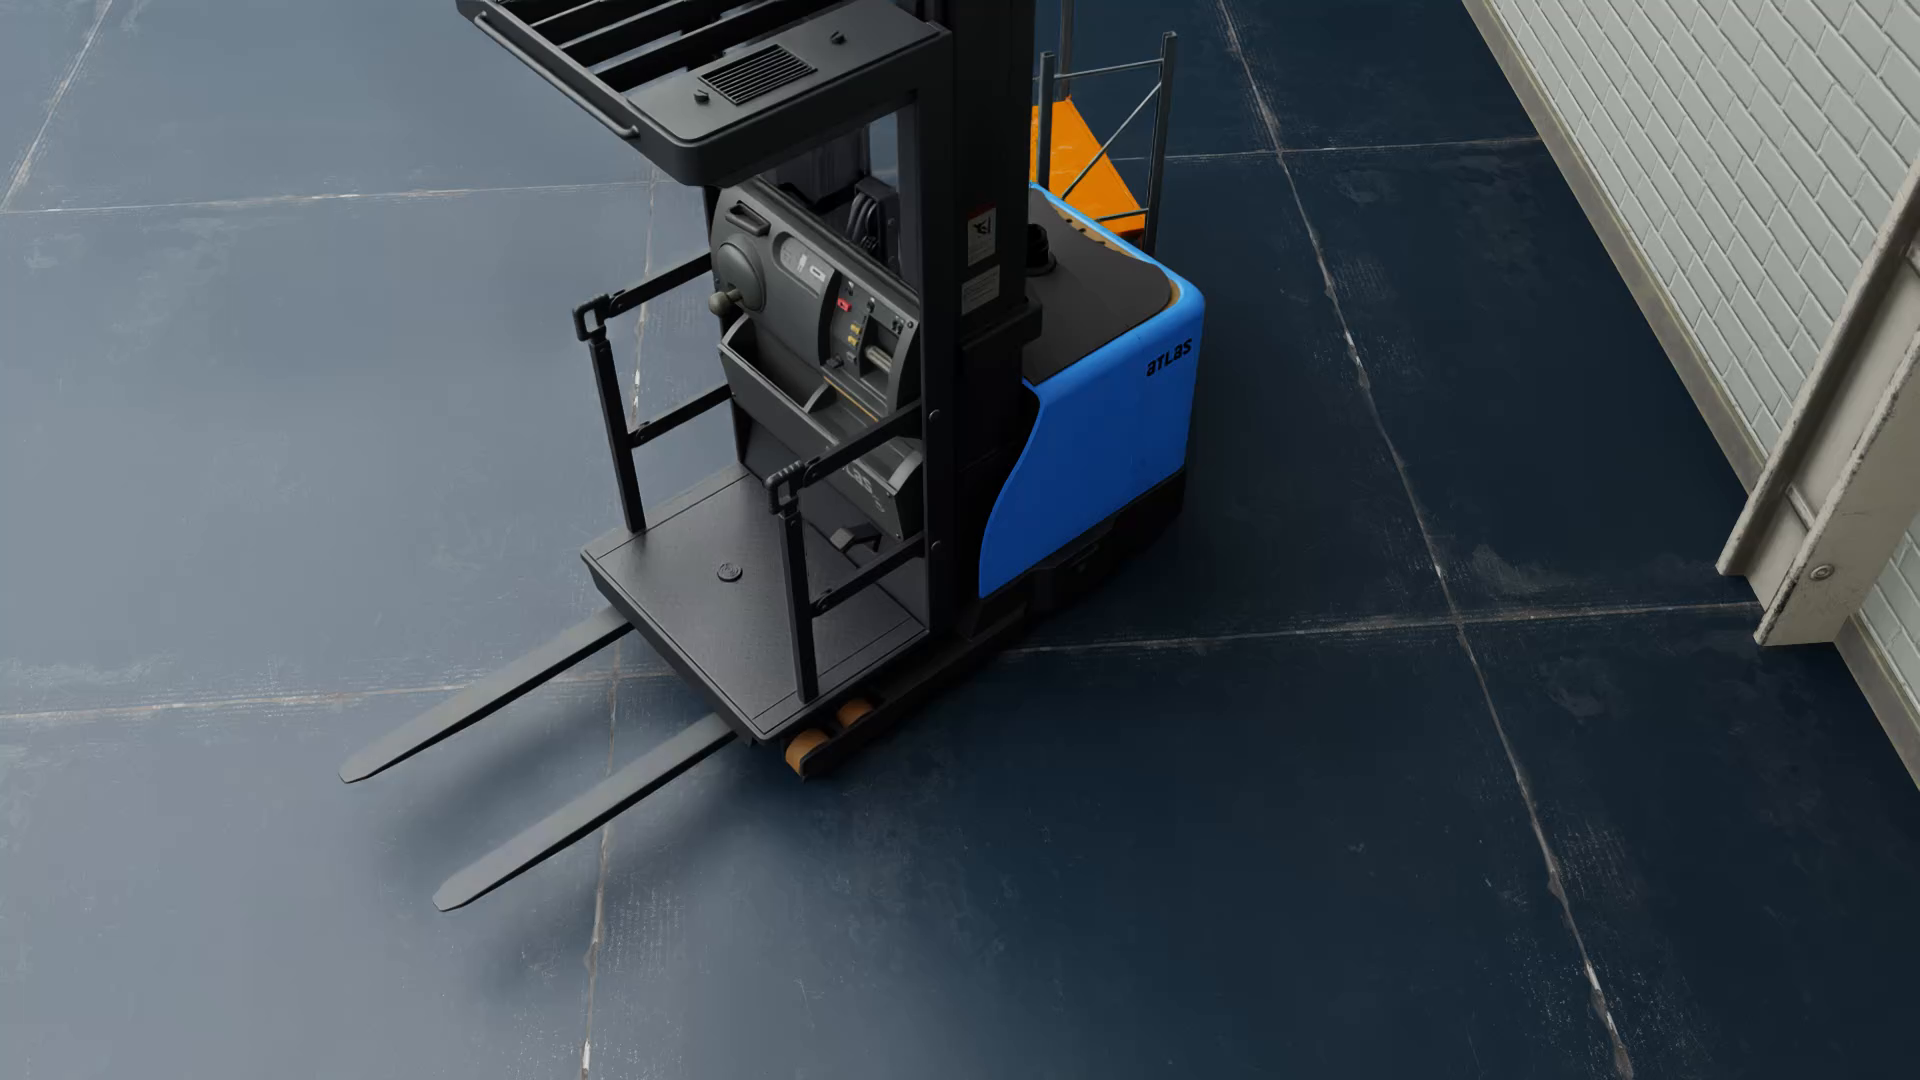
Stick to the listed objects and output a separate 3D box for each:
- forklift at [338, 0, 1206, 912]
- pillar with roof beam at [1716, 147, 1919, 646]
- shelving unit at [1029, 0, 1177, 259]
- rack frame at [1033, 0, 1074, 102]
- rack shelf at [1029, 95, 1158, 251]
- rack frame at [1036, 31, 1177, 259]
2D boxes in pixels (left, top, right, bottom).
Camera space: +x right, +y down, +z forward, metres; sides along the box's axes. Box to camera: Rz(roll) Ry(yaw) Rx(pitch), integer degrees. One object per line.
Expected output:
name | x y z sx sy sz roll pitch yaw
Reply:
forklift | -0.604 -0.659 4.855 3.031 2.935 1.130 -32 54 -27
pillar with roof beam | -1.321 -2.610 2.524 9.100 9.000 0.400 -3 47 -3
shelving unit | 0.378 -1.571 6.705 0.587 1.500 1.083 -13 48 -12
rack frame | 0.226 -1.930 7.045 0.500 1.500 0.032 -13 48 -12
rack shelf | 0.375 -1.453 6.841 0.538 0.185 1.000 -13 48 -12
rack frame | 0.524 -1.224 6.376 0.500 1.500 0.032 -13 48 -12
